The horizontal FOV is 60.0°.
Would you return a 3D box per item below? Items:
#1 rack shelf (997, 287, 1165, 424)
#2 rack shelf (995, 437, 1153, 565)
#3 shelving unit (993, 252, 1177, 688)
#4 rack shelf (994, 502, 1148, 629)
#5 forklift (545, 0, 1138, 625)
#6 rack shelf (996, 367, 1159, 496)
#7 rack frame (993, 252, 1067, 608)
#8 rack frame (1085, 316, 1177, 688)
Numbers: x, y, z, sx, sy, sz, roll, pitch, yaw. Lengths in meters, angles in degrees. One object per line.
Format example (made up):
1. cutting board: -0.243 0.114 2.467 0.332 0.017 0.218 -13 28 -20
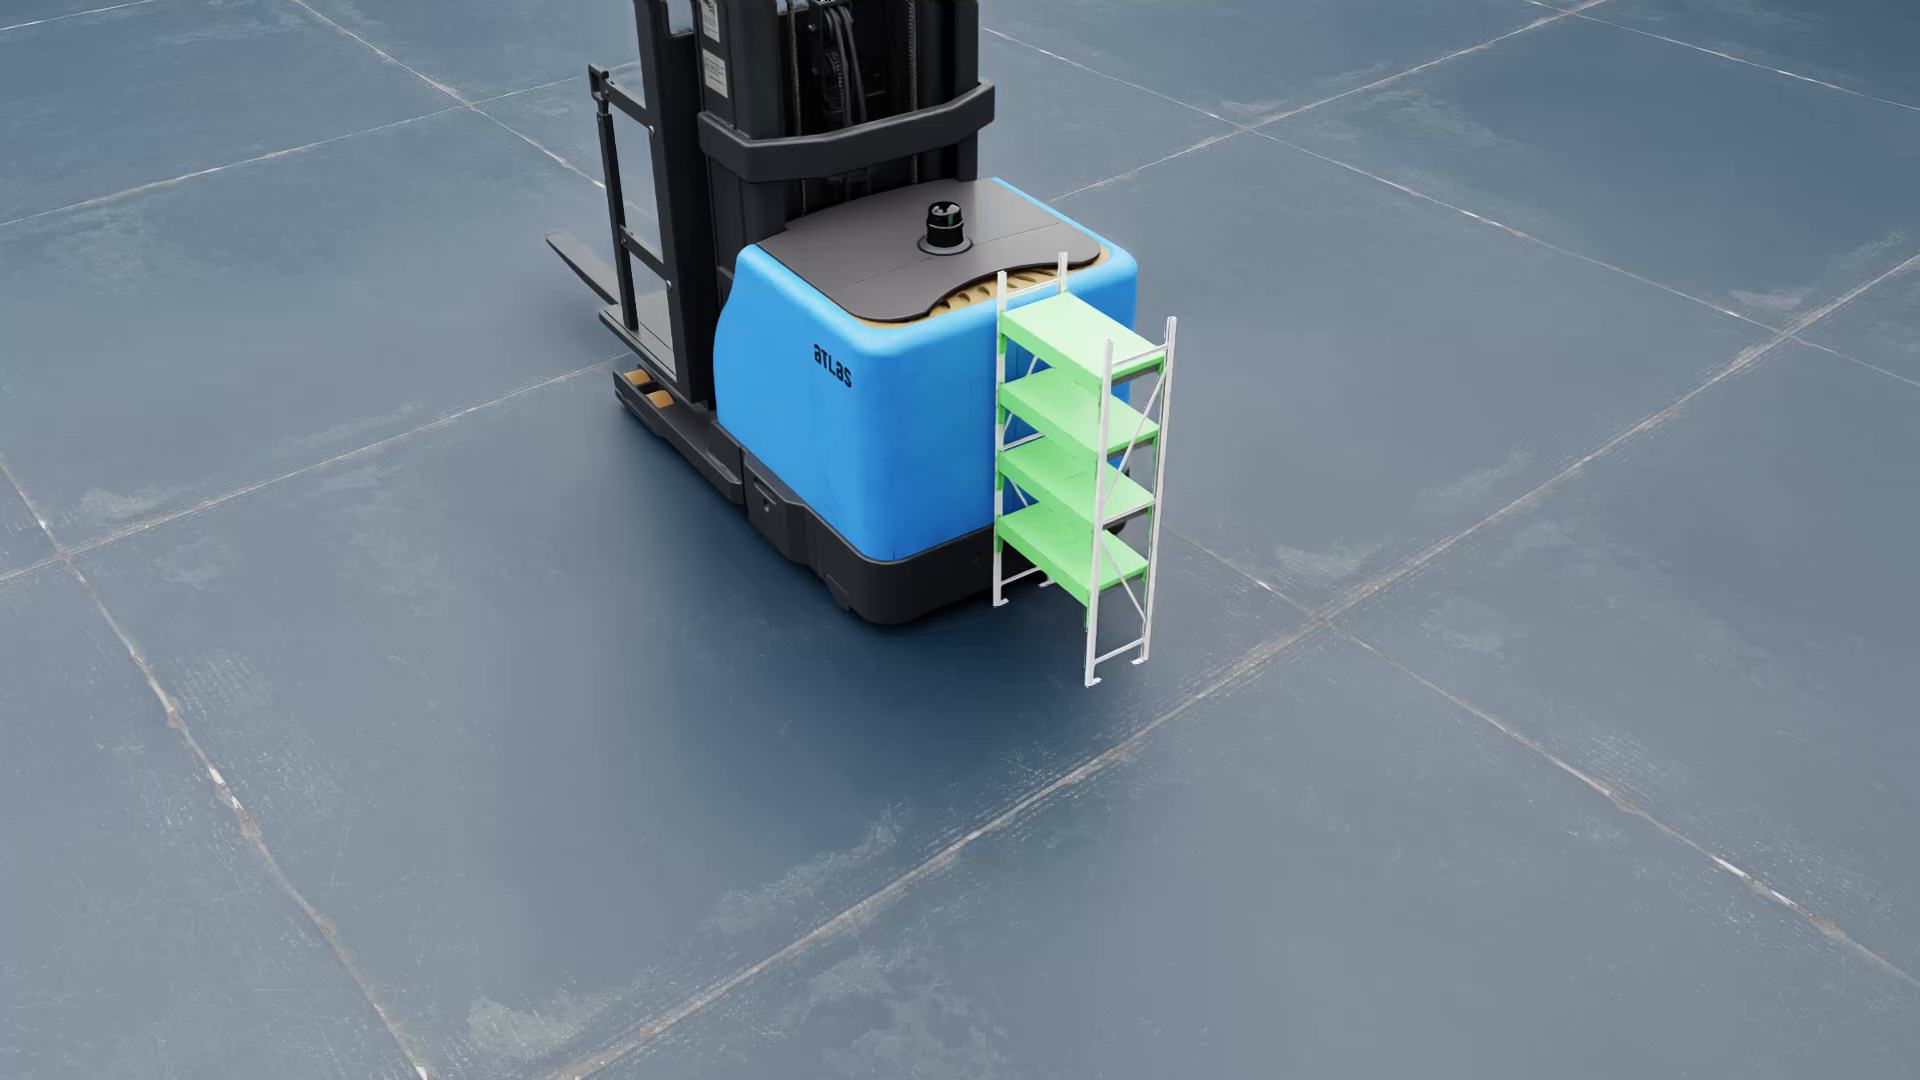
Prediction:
1. rack shelf: 0.349 -0.534 4.746 0.258 0.148 0.480 -22 41 -27
2. rack shelf: 0.349 -0.142 5.023 0.258 0.148 0.480 -22 41 -27
3. shelving unit: 0.349 -0.195 4.987 0.258 1.200 0.503 -22 41 -27
4. rack shelf: 0.349 0.053 5.162 0.258 0.148 0.480 -22 41 -27
5. forklift: -0.678 -1.737 5.667 1.130 2.935 3.031 -22 41 -27
6. rack shelf: 0.349 -0.338 4.885 0.258 0.148 0.480 -22 41 -27
7. rack frame: 0.211 -0.311 5.151 0.240 1.200 0.015 -22 41 -27
8. rack frame: 0.487 -0.078 4.822 0.240 1.200 0.015 -22 41 -27
